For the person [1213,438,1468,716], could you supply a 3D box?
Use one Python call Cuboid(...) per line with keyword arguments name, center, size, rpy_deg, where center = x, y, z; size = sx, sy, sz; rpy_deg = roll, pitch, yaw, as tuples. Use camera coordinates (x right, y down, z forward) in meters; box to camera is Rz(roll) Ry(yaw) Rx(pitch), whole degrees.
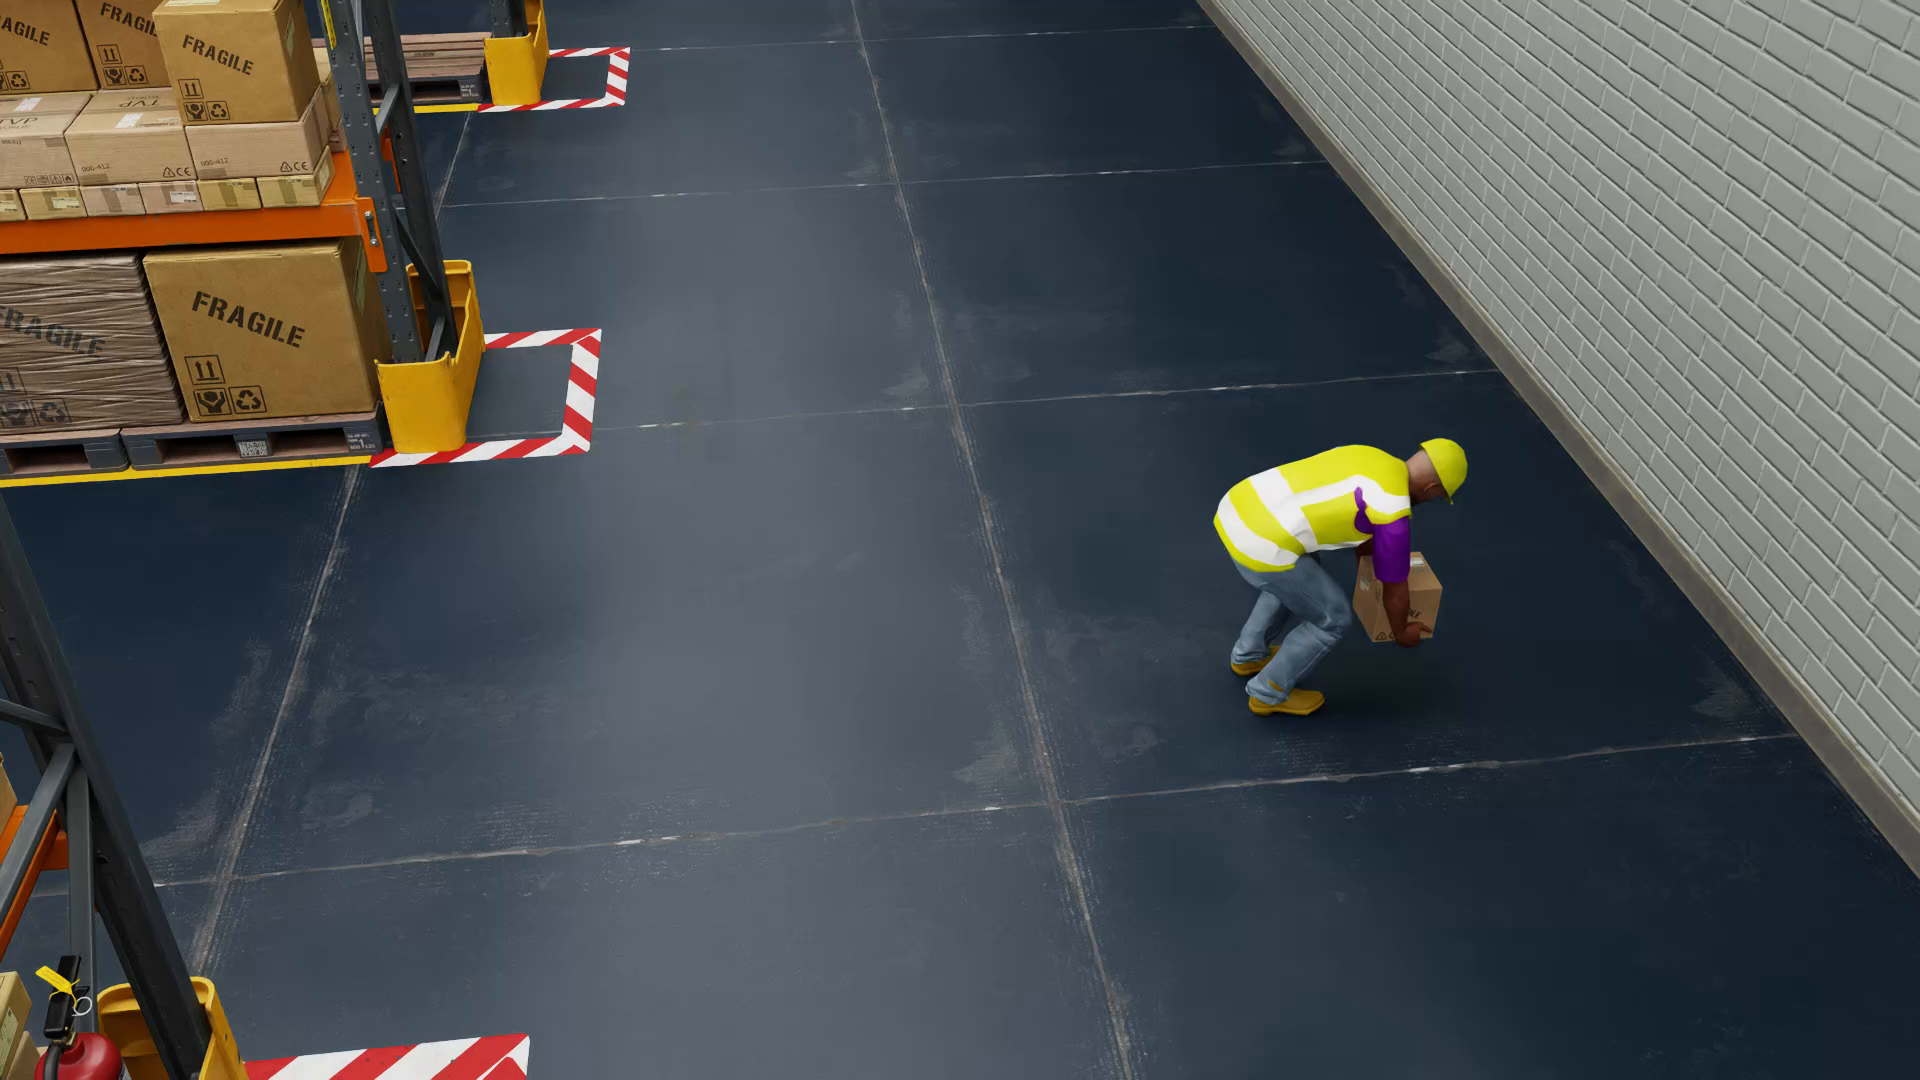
Cuboid(name="person", center=(1.464, 0.122, 6.529), size=(0.964, 1.103, 0.512), rpy_deg=(-6, 35, -9))
